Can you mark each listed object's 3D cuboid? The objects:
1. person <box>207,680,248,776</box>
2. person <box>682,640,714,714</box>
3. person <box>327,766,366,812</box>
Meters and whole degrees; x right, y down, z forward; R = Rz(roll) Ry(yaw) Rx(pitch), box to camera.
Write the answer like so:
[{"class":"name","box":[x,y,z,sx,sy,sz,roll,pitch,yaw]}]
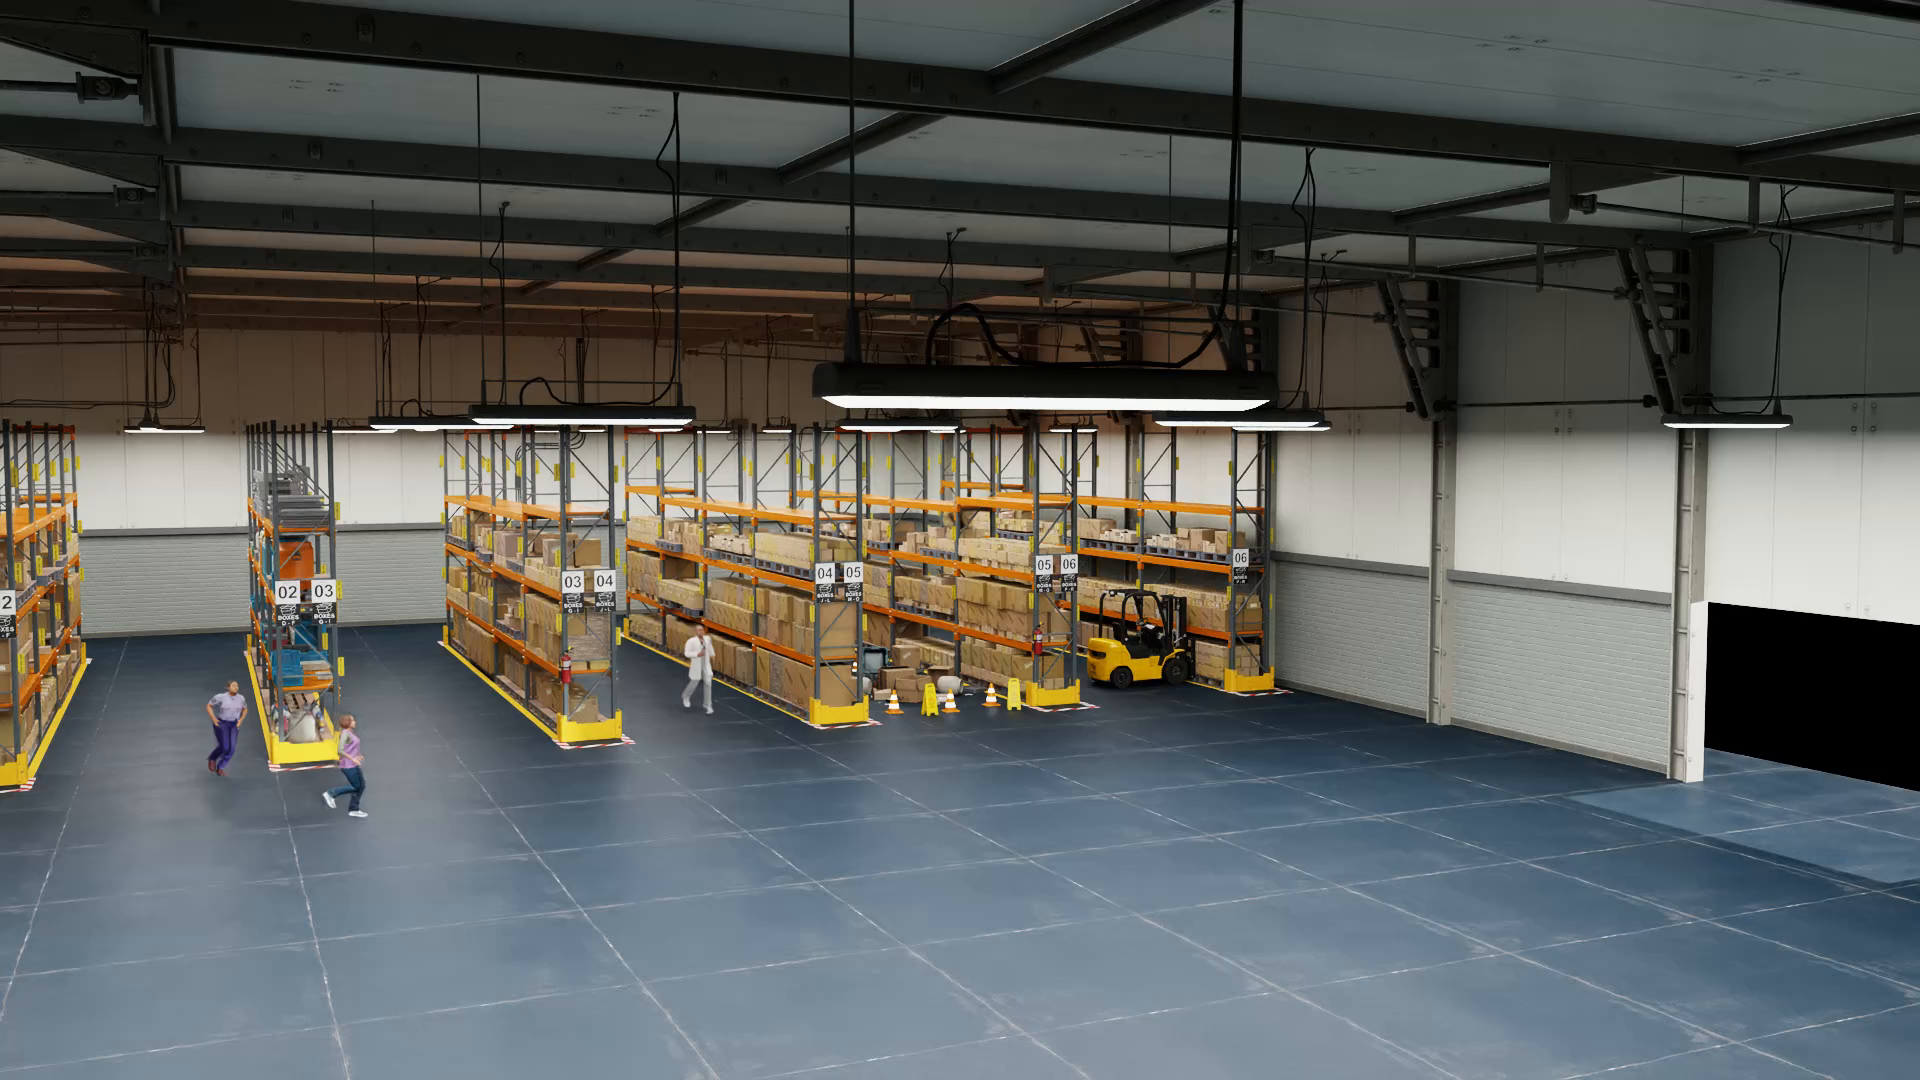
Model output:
[{"class":"person","box":[-12.387,3.177,28.202,0.502,1.606,0.619,3,5,41]},{"class":"person","box":[-5.443,2.790,34.625,0.617,1.571,1.043,-2,4,-32]},{"class":"person","box":[-9.213,3.671,24.964,0.535,0.834,0.332,-1,4,-9]}]
